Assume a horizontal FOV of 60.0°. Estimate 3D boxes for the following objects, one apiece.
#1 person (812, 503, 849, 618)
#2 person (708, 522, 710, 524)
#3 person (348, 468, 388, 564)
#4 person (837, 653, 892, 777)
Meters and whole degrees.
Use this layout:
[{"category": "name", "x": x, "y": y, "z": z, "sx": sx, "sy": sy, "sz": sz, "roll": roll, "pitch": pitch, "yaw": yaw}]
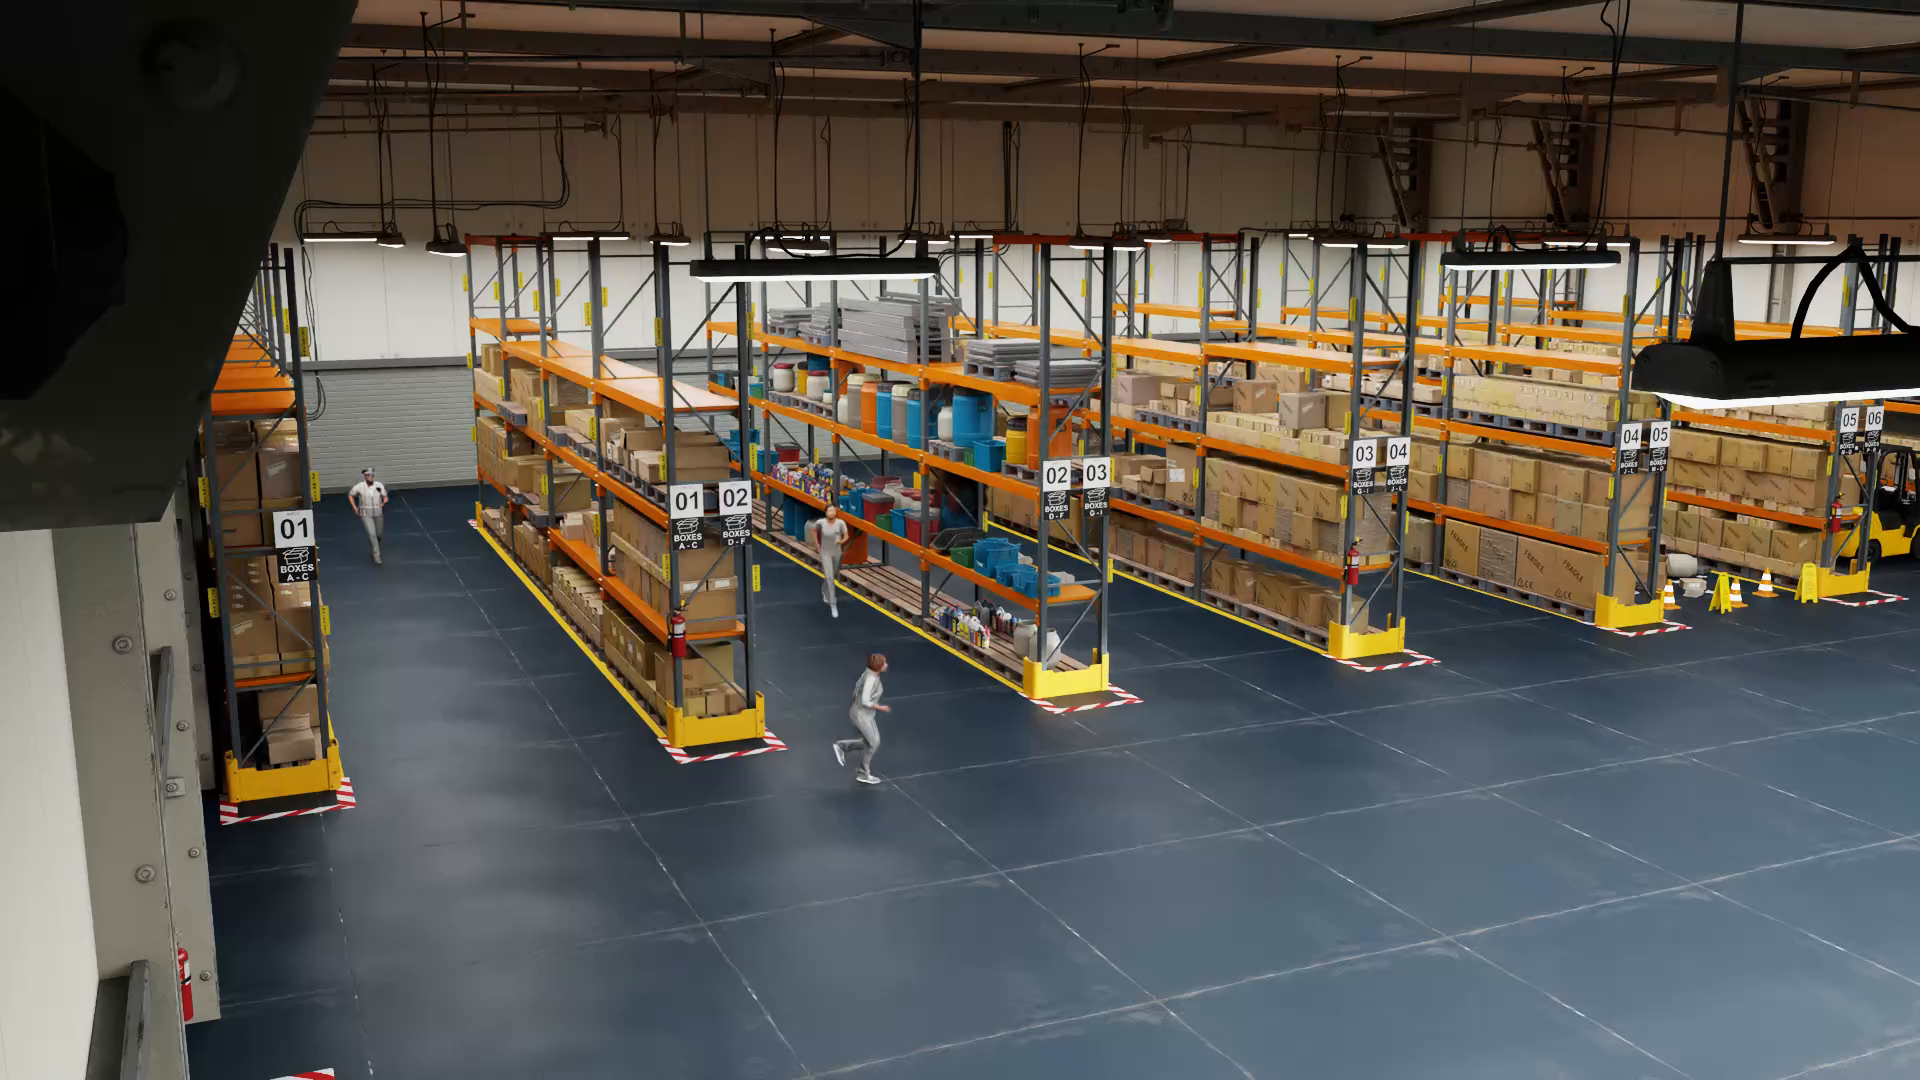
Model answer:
[{"category": "person", "x": -2.004, "y": 0.262, "z": 25.939, "sx": 0.520, "sy": 1.722, "sz": 0.984, "roll": -5, "pitch": 12, "yaw": -22}, {"category": "person", "x": -5.001, "y": -0.719, "z": 32.597, "sx": 0.581, "sy": 1.638, "sz": 0.622, "roll": -4, "pitch": 12, "yaw": -22}, {"category": "person", "x": -10.959, "y": -0.482, "z": 30.946, "sx": 0.690, "sy": 1.753, "sz": 0.955, "roll": -8, "pitch": 13, "yaw": -34}, {"category": "person", "x": -1.080, "y": 1.975, "z": 18.762, "sx": 0.637, "sy": 1.461, "sz": 0.521, "roll": 2, "pitch": 11, "yaw": 8}]
